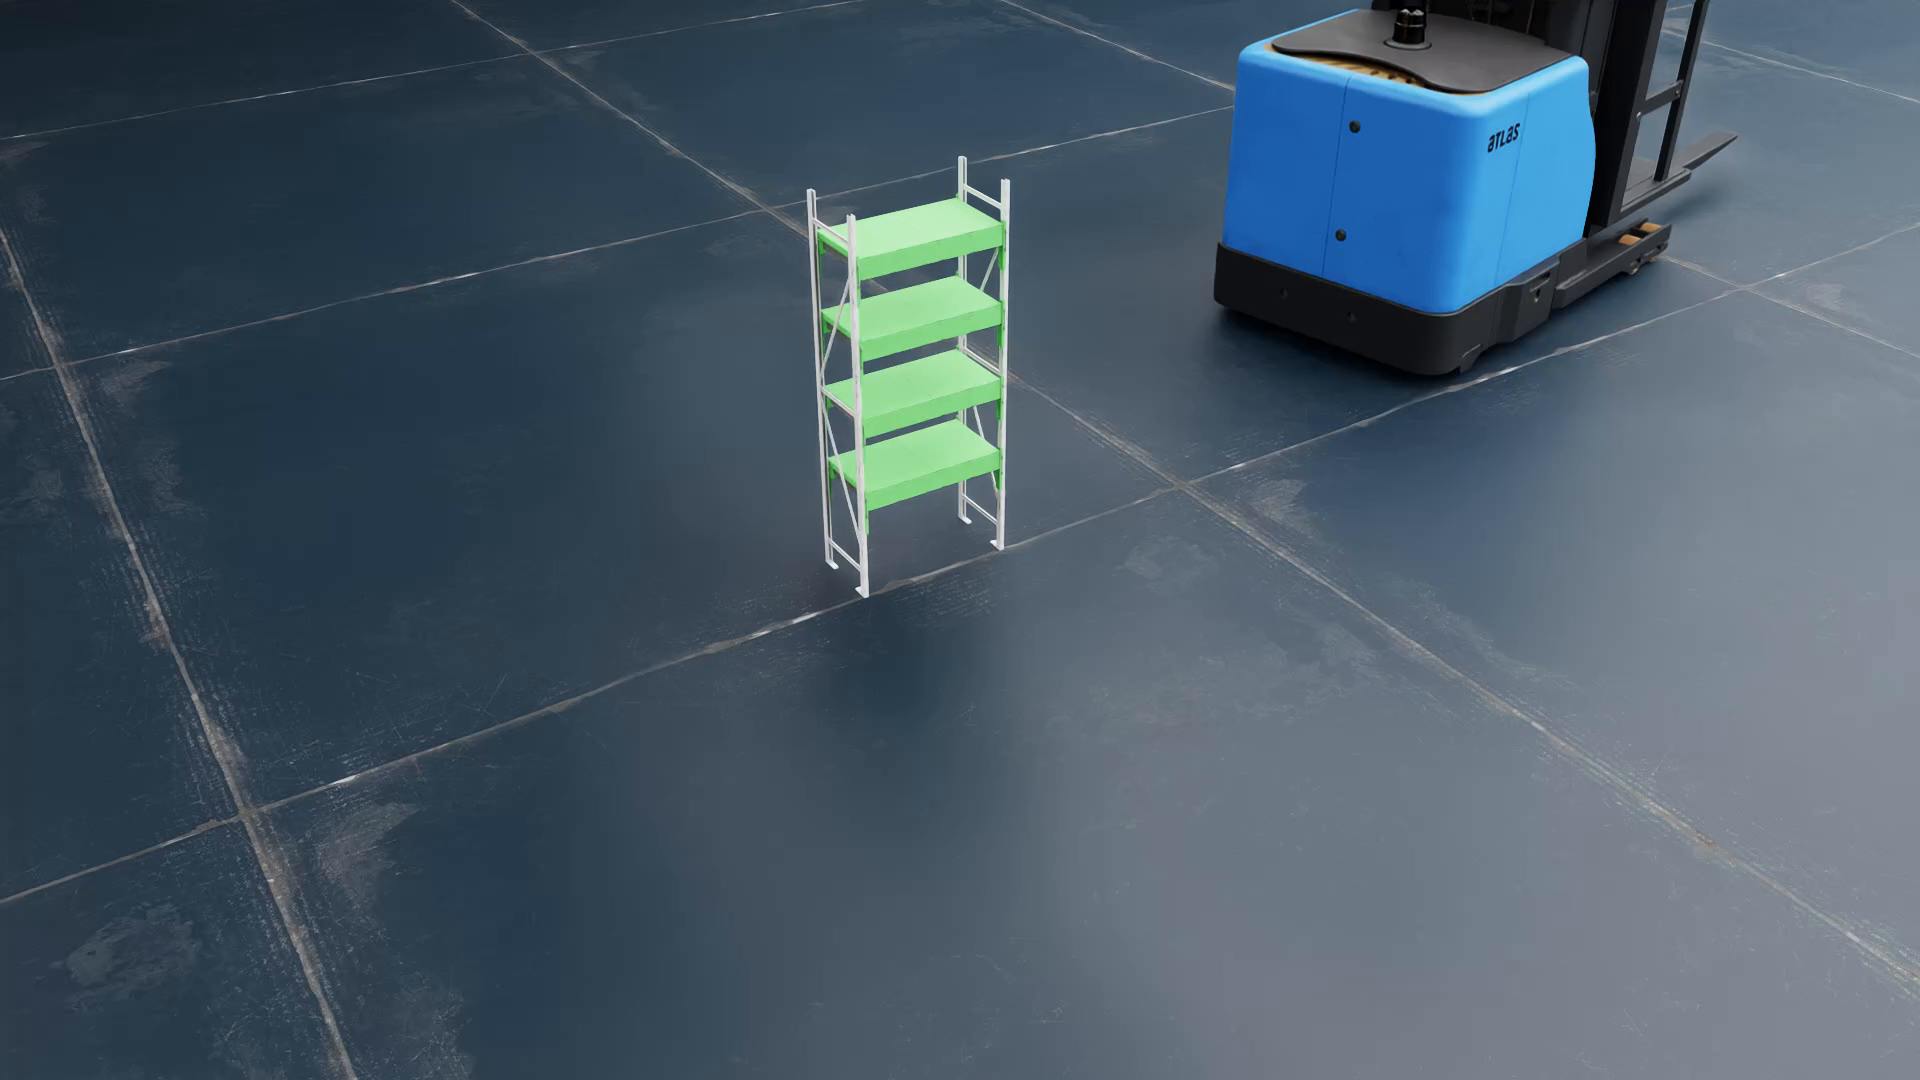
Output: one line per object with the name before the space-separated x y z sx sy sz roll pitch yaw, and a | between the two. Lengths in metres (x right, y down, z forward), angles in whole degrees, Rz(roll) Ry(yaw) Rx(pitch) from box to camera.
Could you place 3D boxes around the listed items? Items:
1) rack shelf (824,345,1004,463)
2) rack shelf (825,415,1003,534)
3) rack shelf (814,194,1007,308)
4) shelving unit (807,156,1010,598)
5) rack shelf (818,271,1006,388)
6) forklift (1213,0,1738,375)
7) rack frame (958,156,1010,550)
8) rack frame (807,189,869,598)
rack shelf | -0.139 -0.406 4.888 0.480 0.148 0.258 -19 37 -27
rack shelf | -0.139 -0.203 5.016 0.480 0.148 0.258 -19 37 -27
rack shelf | -0.139 -0.812 4.632 0.480 0.148 0.258 -19 37 -27
shelving unit | -0.139 -0.460 4.854 0.503 1.200 0.258 -19 37 -27
rack shelf | -0.139 -0.609 4.760 0.480 0.148 0.258 -19 37 -27
forklift | 2.399 -2.529 6.512 1.130 2.935 3.031 27 41 36
rack frame | 0.066 -0.530 4.966 0.015 1.200 0.240 -19 37 -27
rack frame | -0.344 -0.389 4.742 0.015 1.200 0.240 -19 37 -27
